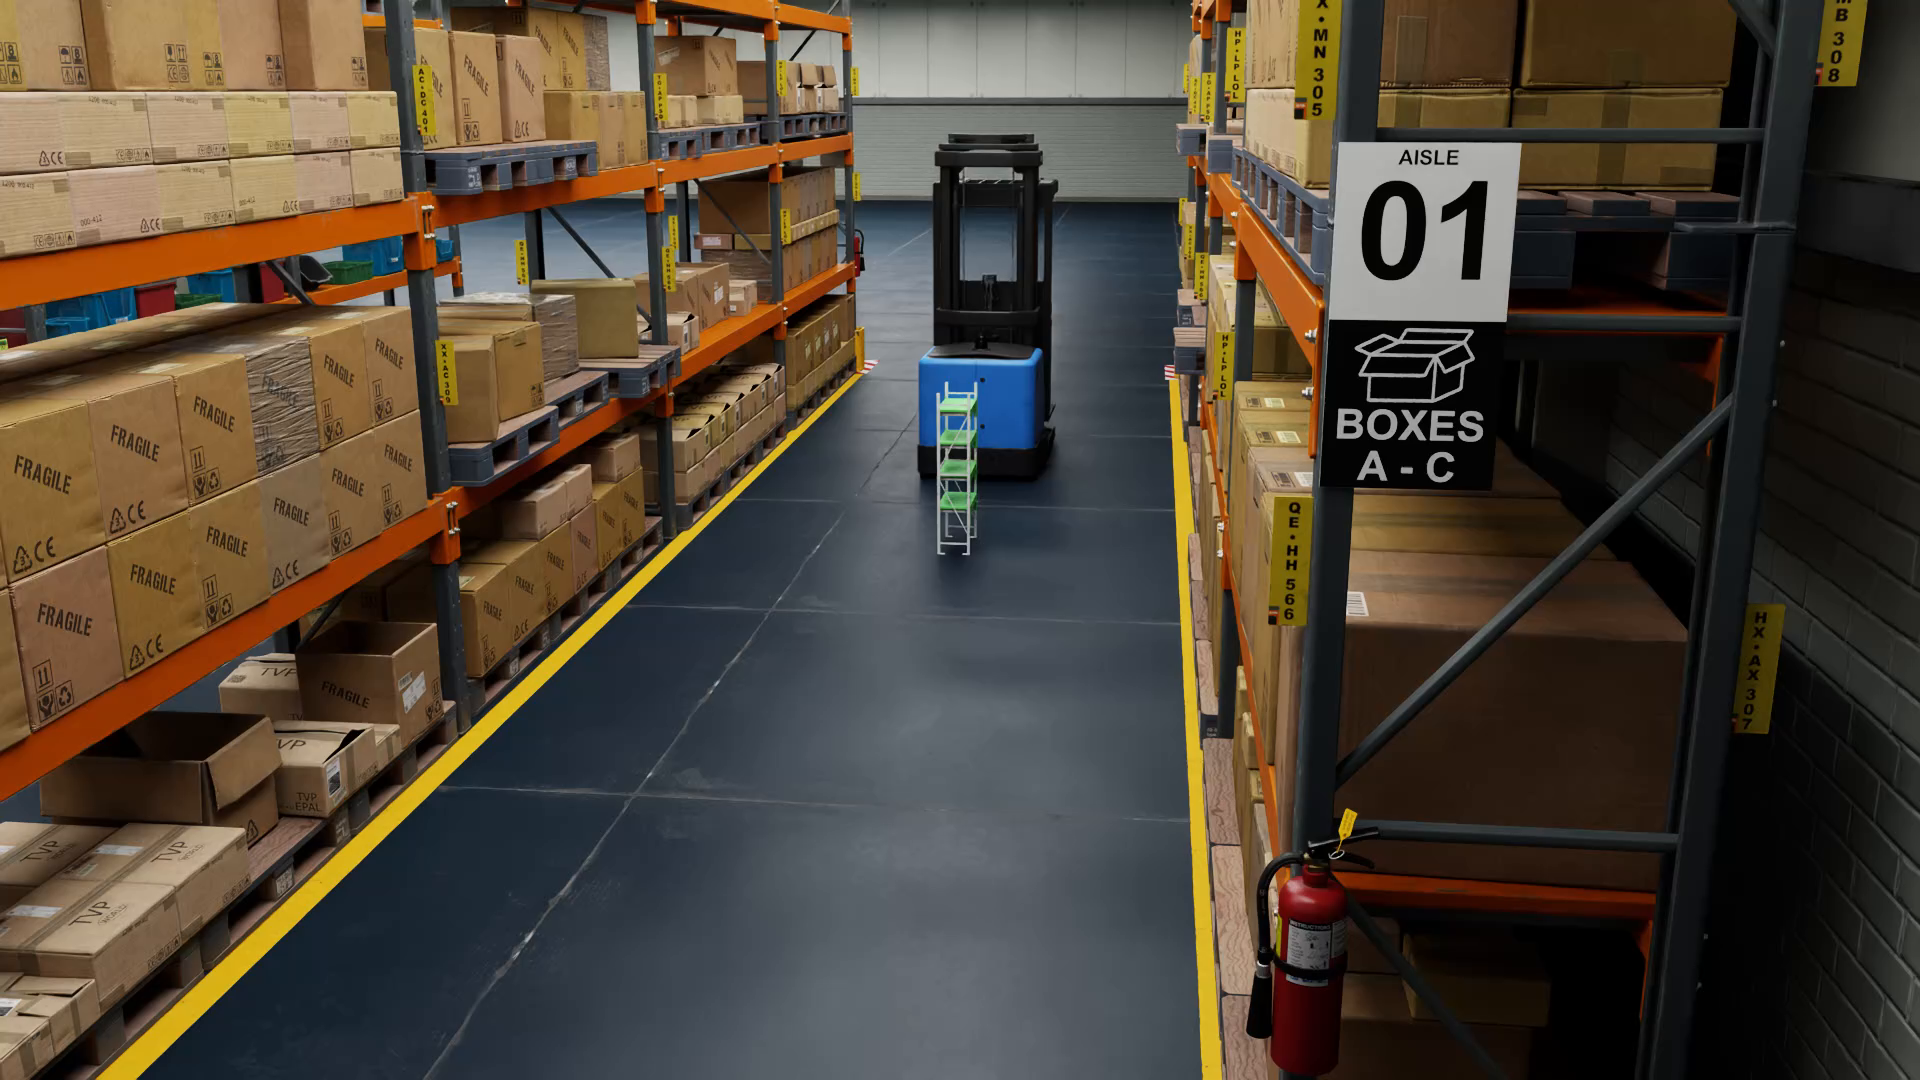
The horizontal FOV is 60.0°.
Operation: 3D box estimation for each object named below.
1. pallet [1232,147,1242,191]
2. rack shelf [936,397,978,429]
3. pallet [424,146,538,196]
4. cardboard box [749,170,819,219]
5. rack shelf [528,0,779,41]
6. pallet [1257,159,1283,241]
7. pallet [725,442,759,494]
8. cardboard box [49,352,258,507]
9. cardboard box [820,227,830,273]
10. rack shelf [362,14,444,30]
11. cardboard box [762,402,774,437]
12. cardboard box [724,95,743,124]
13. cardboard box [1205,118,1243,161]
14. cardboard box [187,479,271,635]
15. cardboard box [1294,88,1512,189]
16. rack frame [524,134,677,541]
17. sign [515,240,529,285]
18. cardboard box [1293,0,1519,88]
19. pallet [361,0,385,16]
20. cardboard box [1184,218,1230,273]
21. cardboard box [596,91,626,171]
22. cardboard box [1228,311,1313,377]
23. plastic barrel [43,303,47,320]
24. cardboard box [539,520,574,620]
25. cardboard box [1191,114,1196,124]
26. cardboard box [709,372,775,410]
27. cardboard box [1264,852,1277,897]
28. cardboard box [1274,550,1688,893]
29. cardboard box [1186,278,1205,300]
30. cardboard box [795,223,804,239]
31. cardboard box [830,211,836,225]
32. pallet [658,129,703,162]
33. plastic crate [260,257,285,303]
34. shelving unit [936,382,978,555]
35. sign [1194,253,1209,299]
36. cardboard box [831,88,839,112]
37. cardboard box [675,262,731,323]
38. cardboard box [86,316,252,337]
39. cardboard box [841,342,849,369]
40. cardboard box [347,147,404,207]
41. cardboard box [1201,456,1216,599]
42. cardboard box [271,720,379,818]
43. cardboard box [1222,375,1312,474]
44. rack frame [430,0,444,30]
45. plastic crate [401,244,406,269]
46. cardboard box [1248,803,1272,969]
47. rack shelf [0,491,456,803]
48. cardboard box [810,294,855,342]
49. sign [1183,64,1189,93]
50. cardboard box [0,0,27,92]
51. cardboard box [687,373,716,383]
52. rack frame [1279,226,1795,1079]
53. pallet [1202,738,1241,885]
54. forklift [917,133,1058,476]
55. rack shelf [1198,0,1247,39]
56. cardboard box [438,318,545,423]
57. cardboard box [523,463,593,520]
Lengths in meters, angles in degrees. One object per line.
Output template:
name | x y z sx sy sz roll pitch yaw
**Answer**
pallet | 1.851 -1.887 8.512 0.805 0.209 1.217 1 15 4
rack shelf | -0.019 -0.938 12.238 0.258 0.148 0.480 2 15 6
pallet | -2.982 -1.961 8.781 1.213 0.211 1.003 2 15 6
cardboard box | -1.953 -3.822 18.372 0.700 0.500 0.500 2 15 6
rack shelf | -2.448 -4.348 13.648 1.077 0.370 4.000 2 15 6
pallet | 1.554 -1.169 5.664 1.003 0.211 1.213 2 15 6
pallet | -2.402 -0.656 14.683 1.003 0.211 1.213 2 15 6
cardboard box | -3.096 -0.435 6.416 0.500 0.500 0.500 2 15 6
cardboard box | -1.891 -3.340 19.077 0.700 0.500 0.500 2 15 8
rack shelf | -6.918 -5.533 18.028 1.077 0.370 4.000 2 15 6
cardboard box | -2.040 -1.140 15.593 0.500 0.250 0.500 1 15 5
cardboard box | -2.302 -3.930 15.187 0.500 0.250 0.500 3 15 12
cardboard box | 2.061 -2.938 12.168 0.500 0.311 0.500 2 15 6
cardboard box | -3.094 0.052 6.533 0.500 0.500 0.500 2 15 7
cardboard box | 1.165 -1.079 4.449 0.500 0.250 0.500 2 15 8
rack frame | -2.674 -1.474 12.367 1.000 3.000 0.127 2 15 6
sign | -3.226 -2.048 12.273 0.100 0.325 0.005 2 15 6
cardboard box | 1.157 -1.441 4.352 0.500 0.500 0.500 2 15 6
pallet | -6.943 -5.802 18.008 1.003 0.211 1.213 2 15 6
cardboard box | 2.496 -2.927 16.553 0.500 0.500 0.500 2 15 6
cardboard box | -2.747 -2.724 11.051 0.910 0.500 0.500 2 15 6
cardboard box | 1.596 -0.984 8.318 0.500 0.250 0.500 2 15 8
plastic barrel | -7.692 -1.948 13.905 0.421 0.512 0.421 0 15 0
cardboard box | -2.716 0.171 10.228 0.500 0.500 0.500 2 15 7
cardboard box | 2.606 -4.286 16.791 0.500 0.500 0.500 1 15 4
cardboard box | -2.036 -1.409 15.515 0.500 0.311 0.500 2 15 8
cardboard box | 1.187 1.147 5.415 0.380 0.149 0.250 2 15 8
cardboard box | 1.393 0.468 4.609 0.980 0.700 0.700 2 15 9
cardboard box | 2.452 -2.436 16.172 0.500 0.250 0.500 2 15 6
cardboard box | -1.859 -3.271 17.579 0.380 0.149 0.250 1 15 5
cardboard box | -1.653 -3.738 19.304 0.380 0.149 0.250 2 15 8
pallet | -2.686 -3.010 12.661 1.213 0.211 1.003 2 15 9
plastic crate | -6.895 -2.555 16.241 0.402 0.464 0.583 2 15 6
shelving unit | -0.019 -0.536 12.347 0.258 1.200 0.503 2 15 6
sign | 1.708 -1.863 11.740 0.100 0.325 0.005 2 15 6
cardboard box | -1.639 -4.888 18.462 0.500 0.250 0.500 2 15 6
cardboard box | -2.385 -2.224 14.950 0.500 0.500 0.500 3 15 10
cardboard box | -3.516 -0.720 7.470 0.500 0.500 0.500 1 15 5
cardboard box | -1.583 -2.146 19.317 0.500 0.250 0.500 2 15 6
cardboard box | -2.916 -1.678 7.663 0.500 0.250 0.500 2 15 6
cardboard box | 1.930 -0.080 10.526 0.750 0.750 0.750 2 15 6
cardboard box | -2.993 1.000 7.527 0.500 0.311 0.500 2 15 6
cardboard box | 1.599 -0.620 8.410 0.500 0.500 0.500 1 15 5
rack frame | -6.693 -6.592 19.800 1.000 3.000 0.127 2 15 6
plastic crate | -6.531 -3.317 19.468 0.499 0.251 0.408 2 15 6
cardboard box | 1.438 1.305 6.074 0.700 0.500 0.500 1 15 4
rack shelf | -3.351 0.429 6.706 1.077 0.370 4.000 2 15 6
cardboard box | -1.536 -2.638 19.700 0.500 0.500 0.500 2 15 6
sign | 2.612 -5.290 19.058 0.100 0.325 0.005 2 15 6
cardboard box | -3.395 -1.639 5.123 0.700 0.500 0.500 2 15 6
cardboard box | -2.579 -1.428 15.586 0.500 0.311 0.500 2 15 6
rack frame | 1.346 0.746 4.158 1.000 3.000 0.127 2 15 6
pallet | 1.633 1.249 7.637 1.003 0.211 1.213 2 15 6
forklift | 0.330 -2.306 15.575 1.130 2.935 3.031 2 15 7
rack shelf | 2.474 -4.203 13.112 1.077 0.370 4.000 2 15 6
cardboard box | -2.835 -0.984 9.559 0.700 0.500 0.500 4 16 15
cardboard box | -2.660 -0.312 10.579 0.500 0.250 0.500 1 15 5
